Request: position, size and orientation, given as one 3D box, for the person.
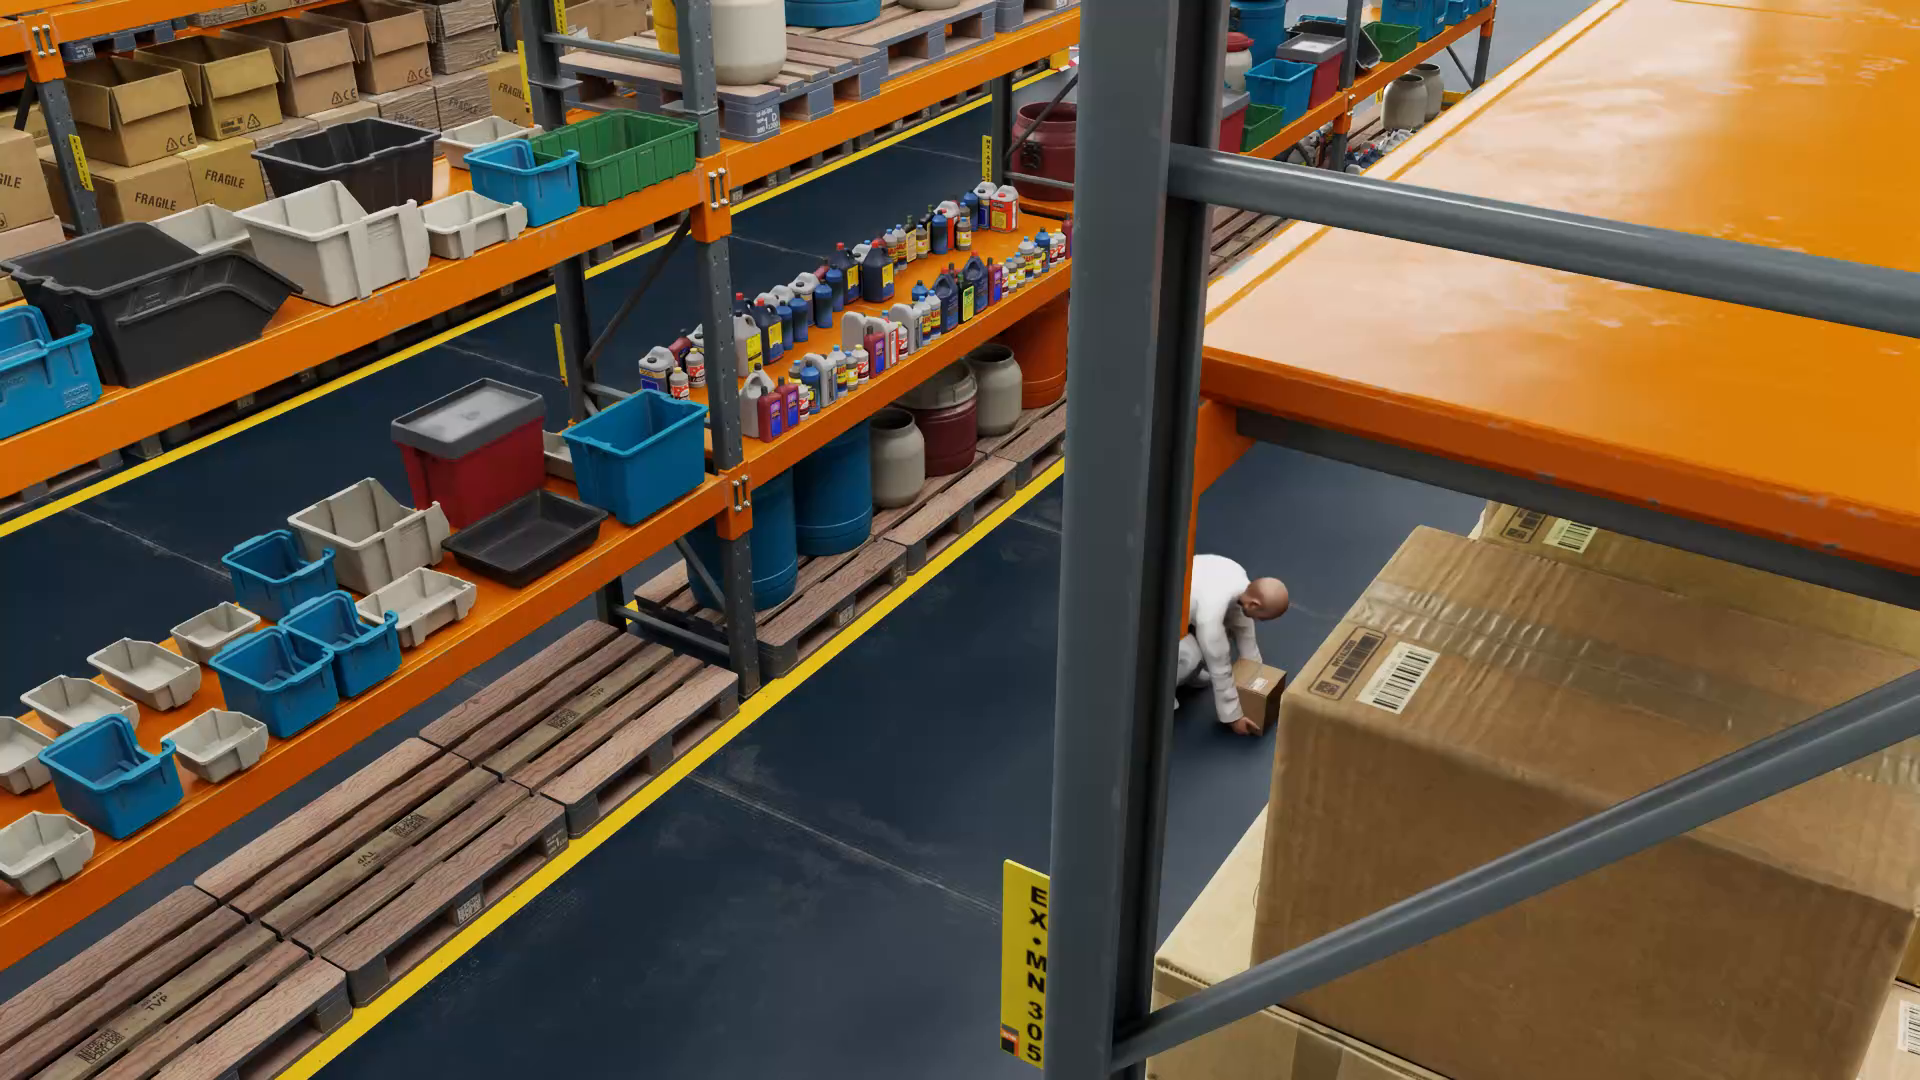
[{"bbox_3d":[1.159,0.472,8.340,0.929,0.814,0.570,17,34,26],"label":"person"}]
